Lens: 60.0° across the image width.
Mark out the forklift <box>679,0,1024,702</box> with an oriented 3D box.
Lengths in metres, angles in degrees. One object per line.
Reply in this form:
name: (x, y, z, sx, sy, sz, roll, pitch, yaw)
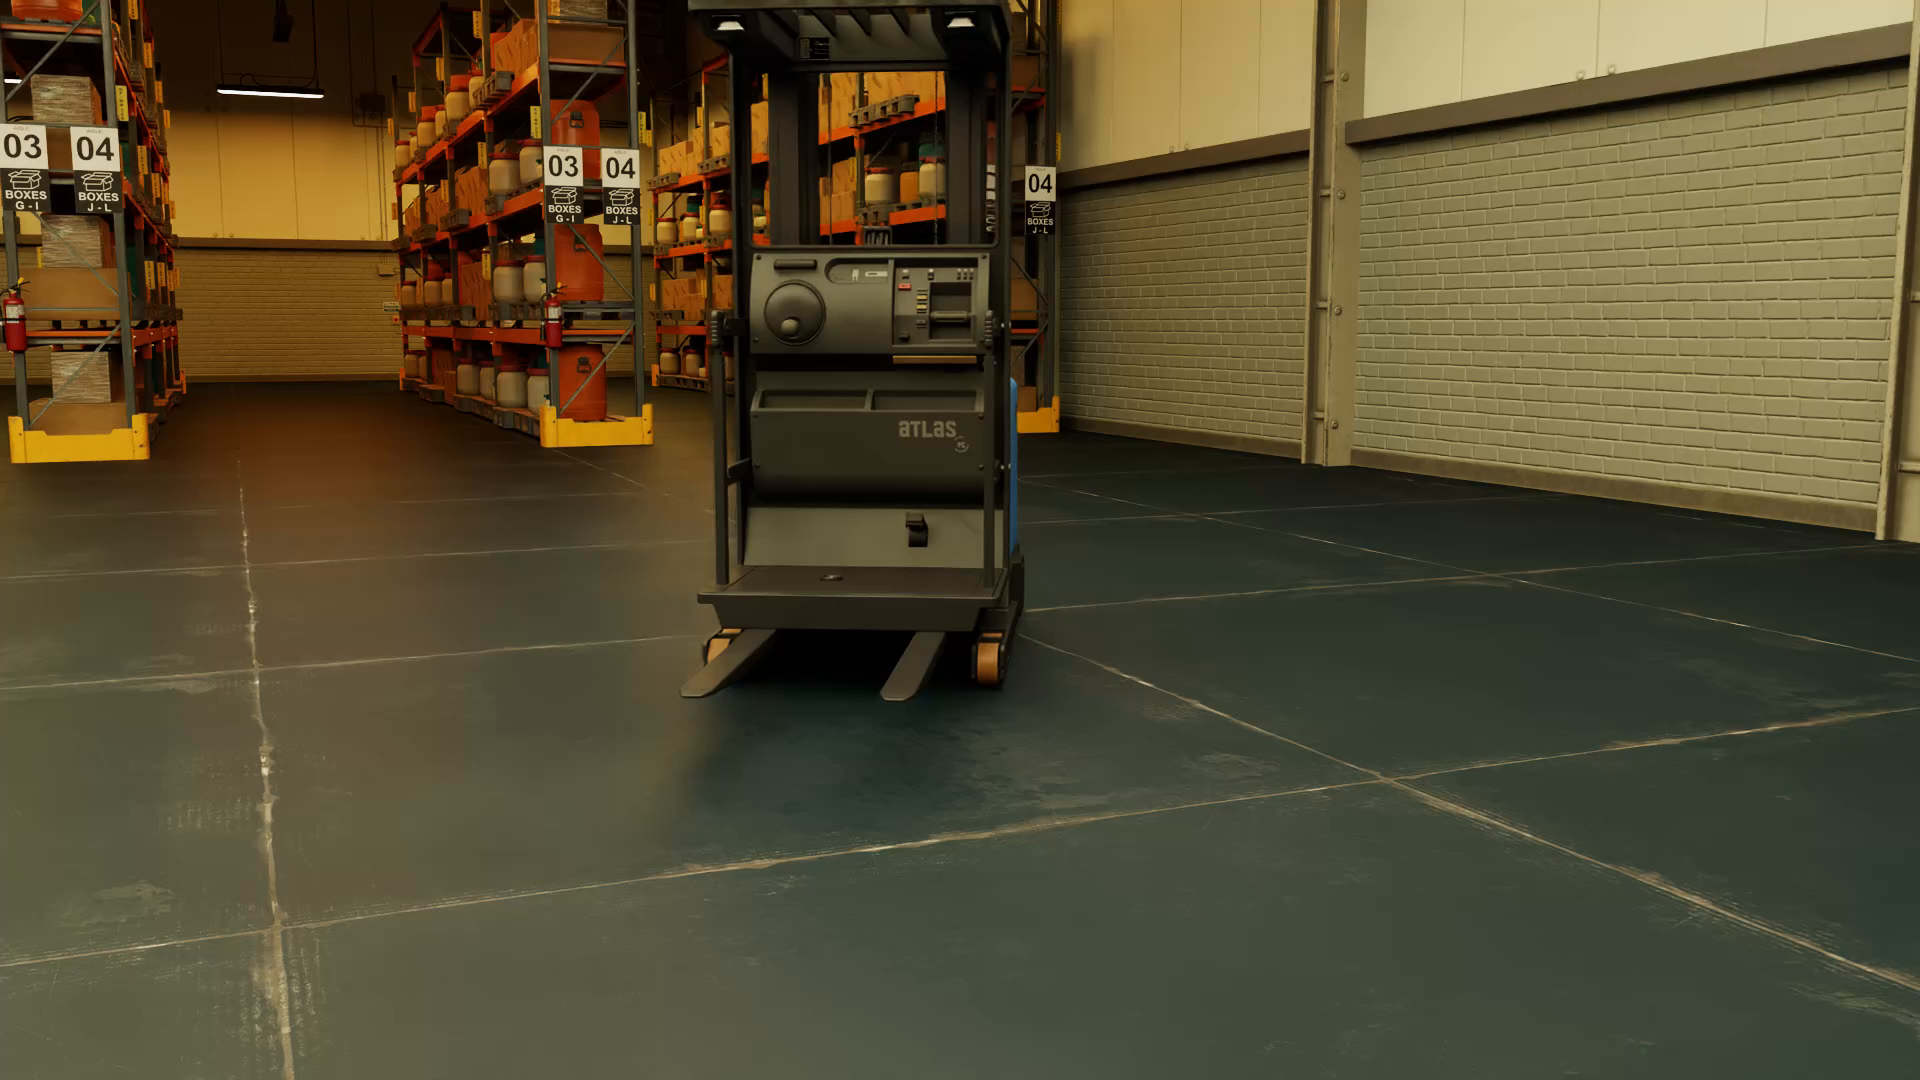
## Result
forklift: (-0.365, -0.963, 6.241, 1.130, 2.935, 3.031, 1, 8, 5)
